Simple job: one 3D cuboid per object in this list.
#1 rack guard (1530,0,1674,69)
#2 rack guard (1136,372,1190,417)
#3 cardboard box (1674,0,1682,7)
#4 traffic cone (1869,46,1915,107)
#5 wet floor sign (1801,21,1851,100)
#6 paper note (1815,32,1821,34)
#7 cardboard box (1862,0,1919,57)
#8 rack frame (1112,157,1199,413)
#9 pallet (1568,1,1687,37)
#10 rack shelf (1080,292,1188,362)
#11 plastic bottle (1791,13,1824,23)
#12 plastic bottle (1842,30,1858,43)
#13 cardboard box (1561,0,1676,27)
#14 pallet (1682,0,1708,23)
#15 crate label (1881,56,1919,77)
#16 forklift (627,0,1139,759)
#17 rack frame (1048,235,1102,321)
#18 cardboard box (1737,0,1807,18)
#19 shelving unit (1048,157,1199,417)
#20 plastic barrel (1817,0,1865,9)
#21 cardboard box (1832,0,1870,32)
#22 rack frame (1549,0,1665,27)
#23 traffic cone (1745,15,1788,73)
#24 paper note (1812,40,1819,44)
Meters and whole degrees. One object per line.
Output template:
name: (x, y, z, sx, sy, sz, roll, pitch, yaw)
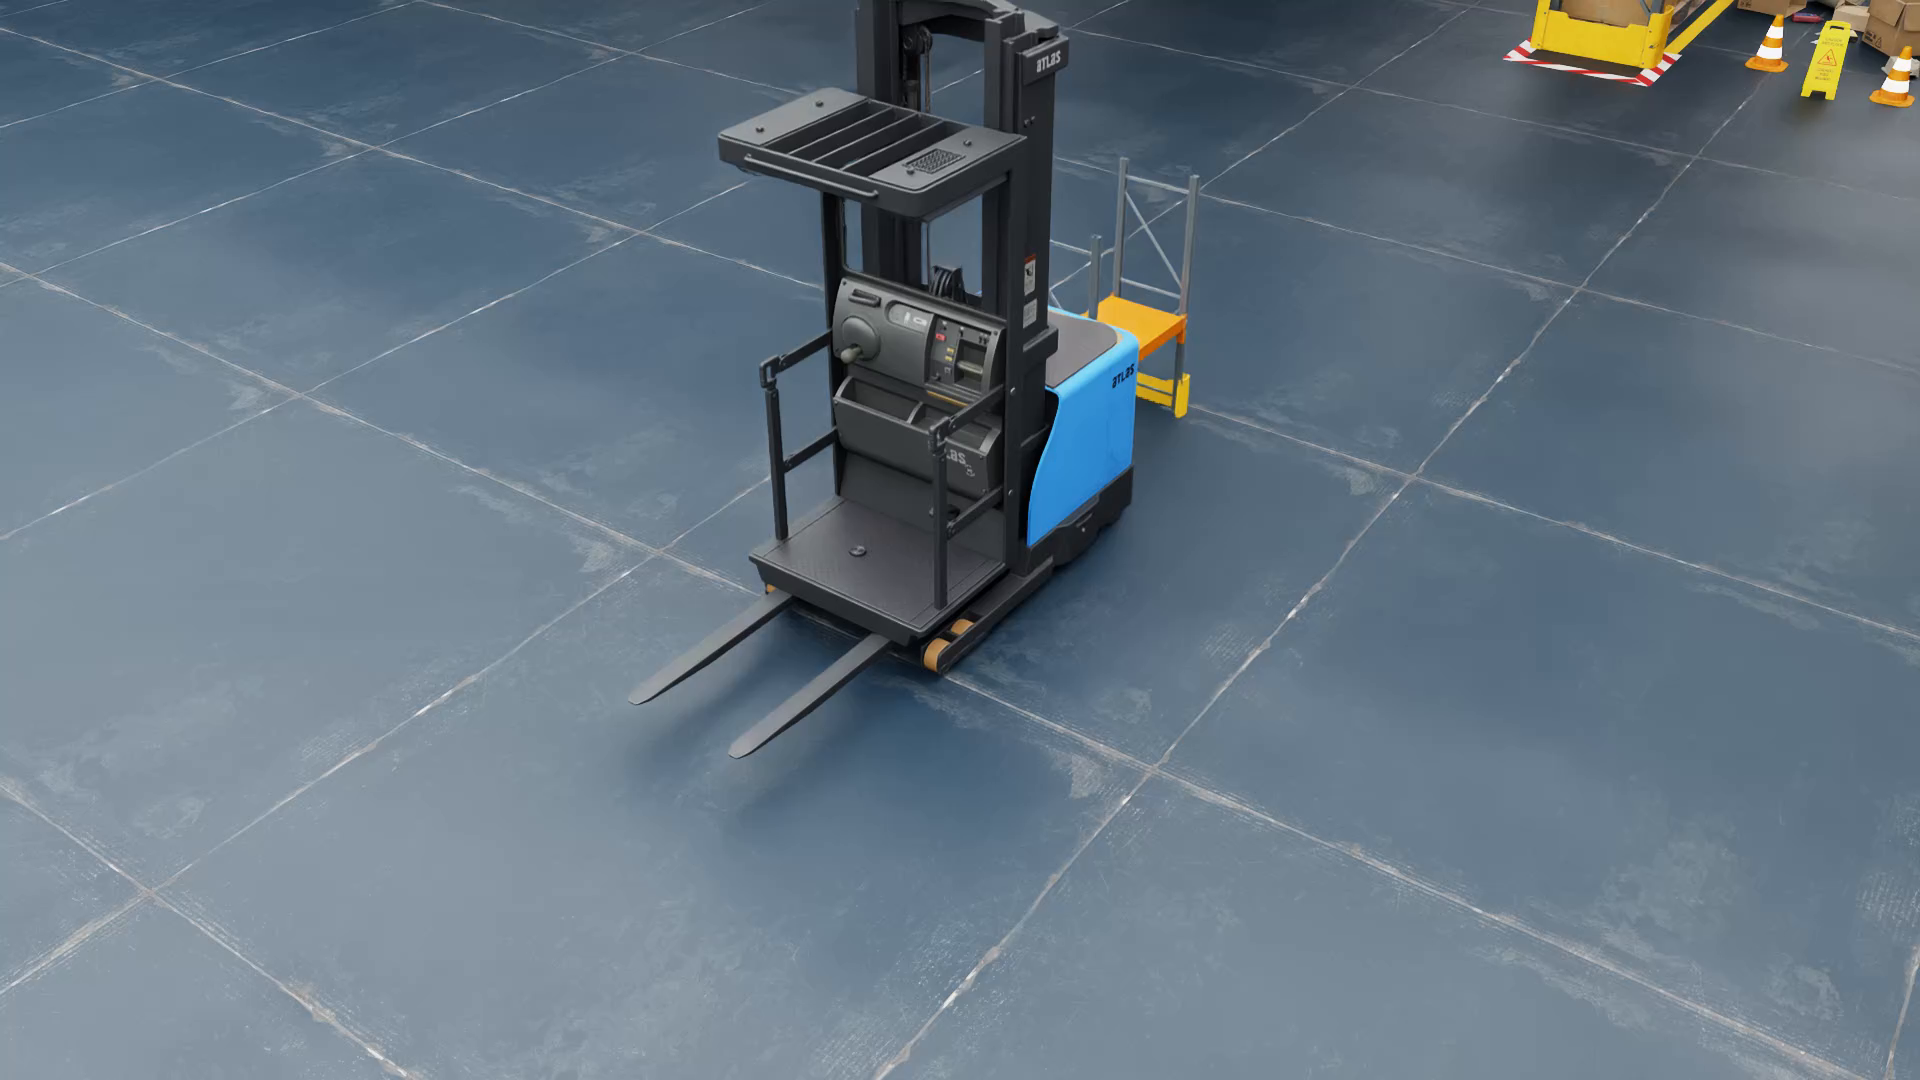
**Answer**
rack guard: (6.006, -4.810, 15.592, 1.175, 0.500, 0.348, 21, 39, 28)
rack guard: (1.119, -0.956, 10.117, 0.587, 0.250, 0.087, 22, 40, 29)
cardboard box: (6.852, -5.889, 16.478, 0.875, 0.875, 0.875, 21, 39, 27)
traffic cone: (8.223, -4.079, 14.544, 0.336, 0.463, 0.334, 21, 39, 28)
wet floor sign: (7.630, -4.235, 14.612, 0.267, 0.644, 0.232, 14, 37, 20)
paper note: (8.400, -4.948, 16.233, 0.123, 0.001, 0.032, -15, 37, -21)
cardboard box: (9.065, -4.905, 15.729, 0.797, 0.503, 0.637, -3, 34, -4)
rack frame: (1.120, -1.475, 9.767, 0.500, 1.500, 0.032, 22, 40, 29)
pallet: (6.411, -5.094, 16.270, 1.003, 0.211, 1.213, 21, 39, 28)
rack shelf: (0.820, -1.096, 9.528, 0.538, 0.185, 1.000, 22, 40, 29)
plastic bottle: (8.443, -5.197, 16.556, 0.283, 0.061, 0.133, 8, 35, 12)
plastic bottle: (8.595, -4.889, 16.100, 0.133, 0.061, 0.283, 8, 35, 12)
cardboard box: (6.352, -5.483, 15.878, 0.875, 0.875, 0.875, 21, 40, 28)
pallet: (7.107, -5.653, 17.097, 1.003, 0.211, 1.213, 21, 39, 28)
crate label: (8.621, -4.325, 15.200, 0.250, 0.136, 0.298, 3, 34, 4)
forklift: (-0.333, -0.885, 7.617, 1.130, 2.935, 3.031, 22, 40, 29)
rack frame: (0.520, -1.015, 9.088, 0.500, 1.500, 0.032, 22, 40, 29)
cardboard box: (8.258, -5.620, 16.788, 0.500, 0.500, 0.500, 29, 44, 36)
shelving unit: (0.825, -1.249, 9.434, 0.587, 1.500, 1.083, 22, 40, 29)
plastic barrel: (8.914, -5.618, 16.855, 0.421, 0.421, 0.512, -9, 35, -13)
cardboard box: (8.833, -5.185, 16.356, 0.396, 0.266, 0.258, 29, 44, 36)
rack frame: (6.019, -5.856, 14.908, 1.000, 3.000, 0.127, 21, 39, 28)
traffic cone: (7.489, -4.596, 15.309, 0.336, 0.463, 0.334, 21, 39, 28)
paper note: (8.285, -4.786, 15.977, 0.142, 0.017, 0.144, -22, 40, -29)
